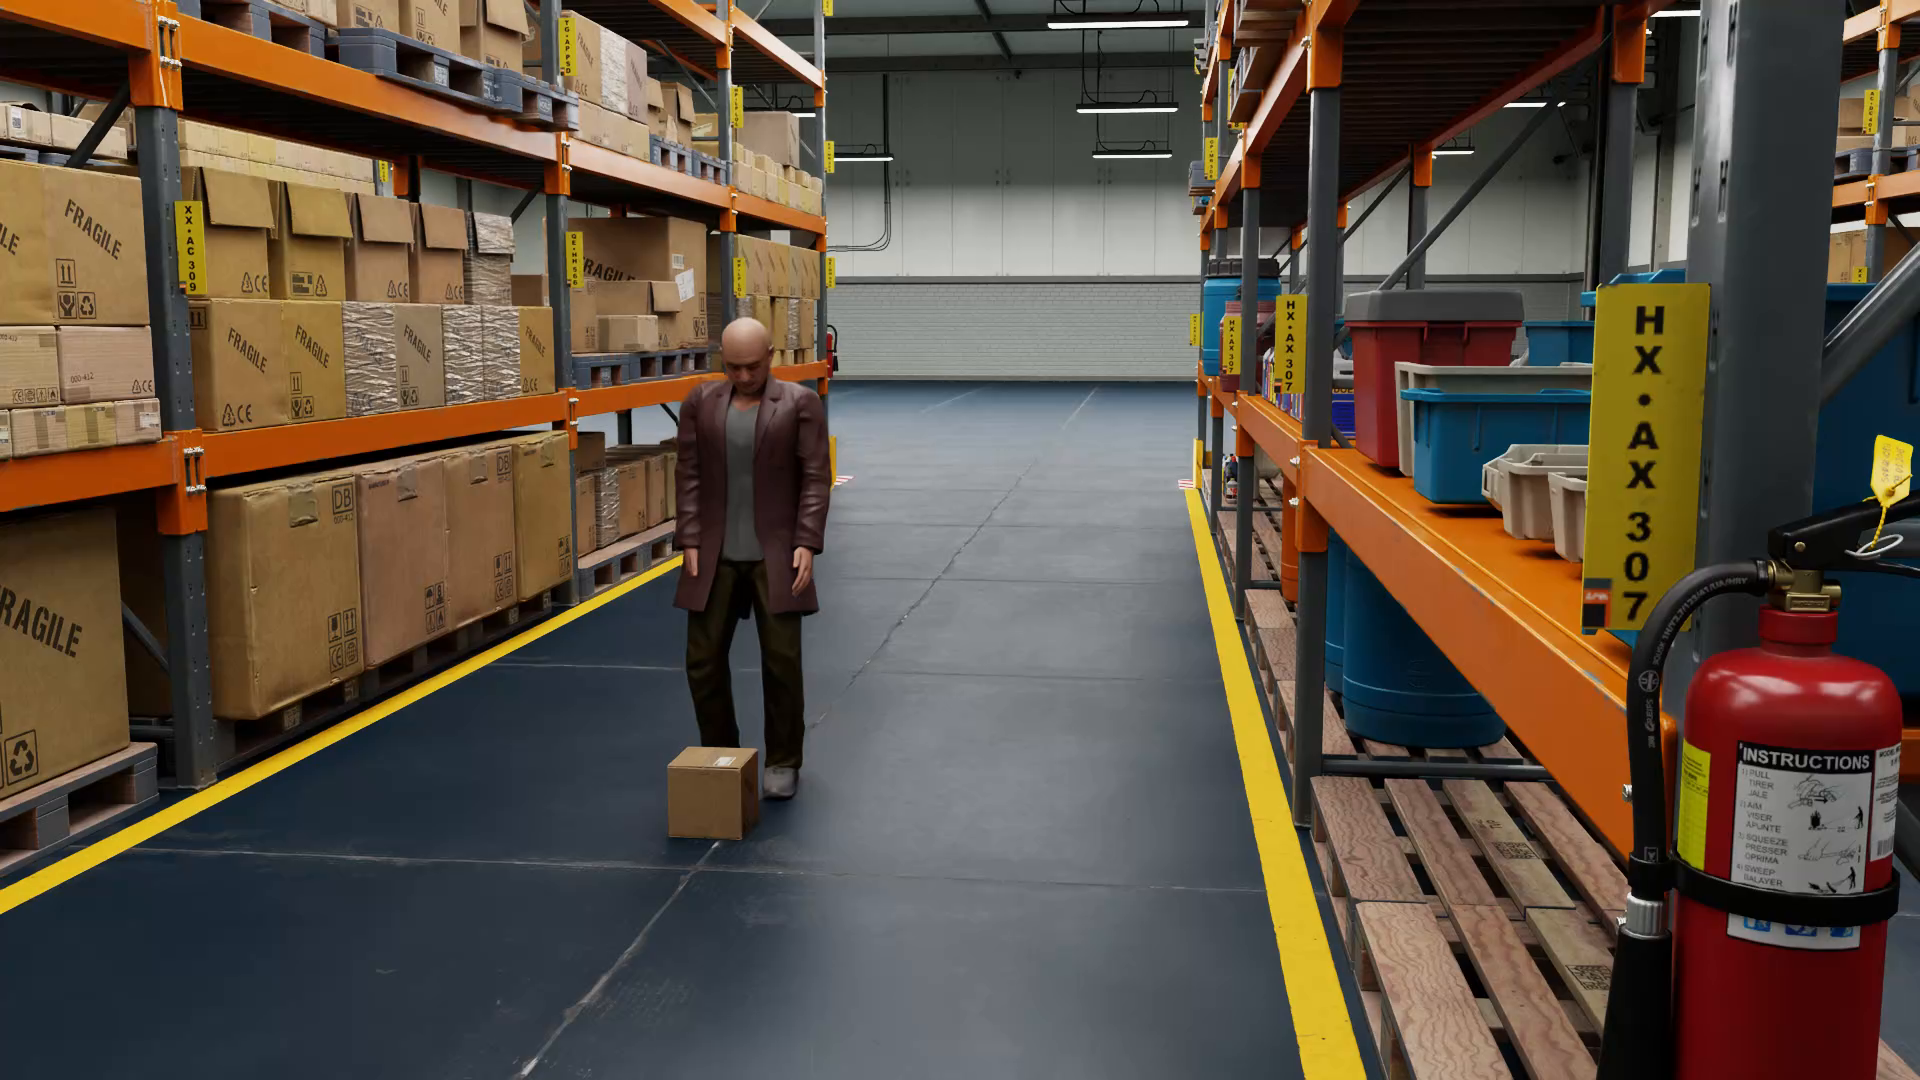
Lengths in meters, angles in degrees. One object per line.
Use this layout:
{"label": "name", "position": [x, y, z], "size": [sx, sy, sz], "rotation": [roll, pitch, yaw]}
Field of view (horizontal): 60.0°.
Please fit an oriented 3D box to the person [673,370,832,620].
{"label": "person", "position": [-0.756, -0.163, 6.050], "size": [0.587, 0.963, 0.396], "rotation": [1, 8, 8]}
